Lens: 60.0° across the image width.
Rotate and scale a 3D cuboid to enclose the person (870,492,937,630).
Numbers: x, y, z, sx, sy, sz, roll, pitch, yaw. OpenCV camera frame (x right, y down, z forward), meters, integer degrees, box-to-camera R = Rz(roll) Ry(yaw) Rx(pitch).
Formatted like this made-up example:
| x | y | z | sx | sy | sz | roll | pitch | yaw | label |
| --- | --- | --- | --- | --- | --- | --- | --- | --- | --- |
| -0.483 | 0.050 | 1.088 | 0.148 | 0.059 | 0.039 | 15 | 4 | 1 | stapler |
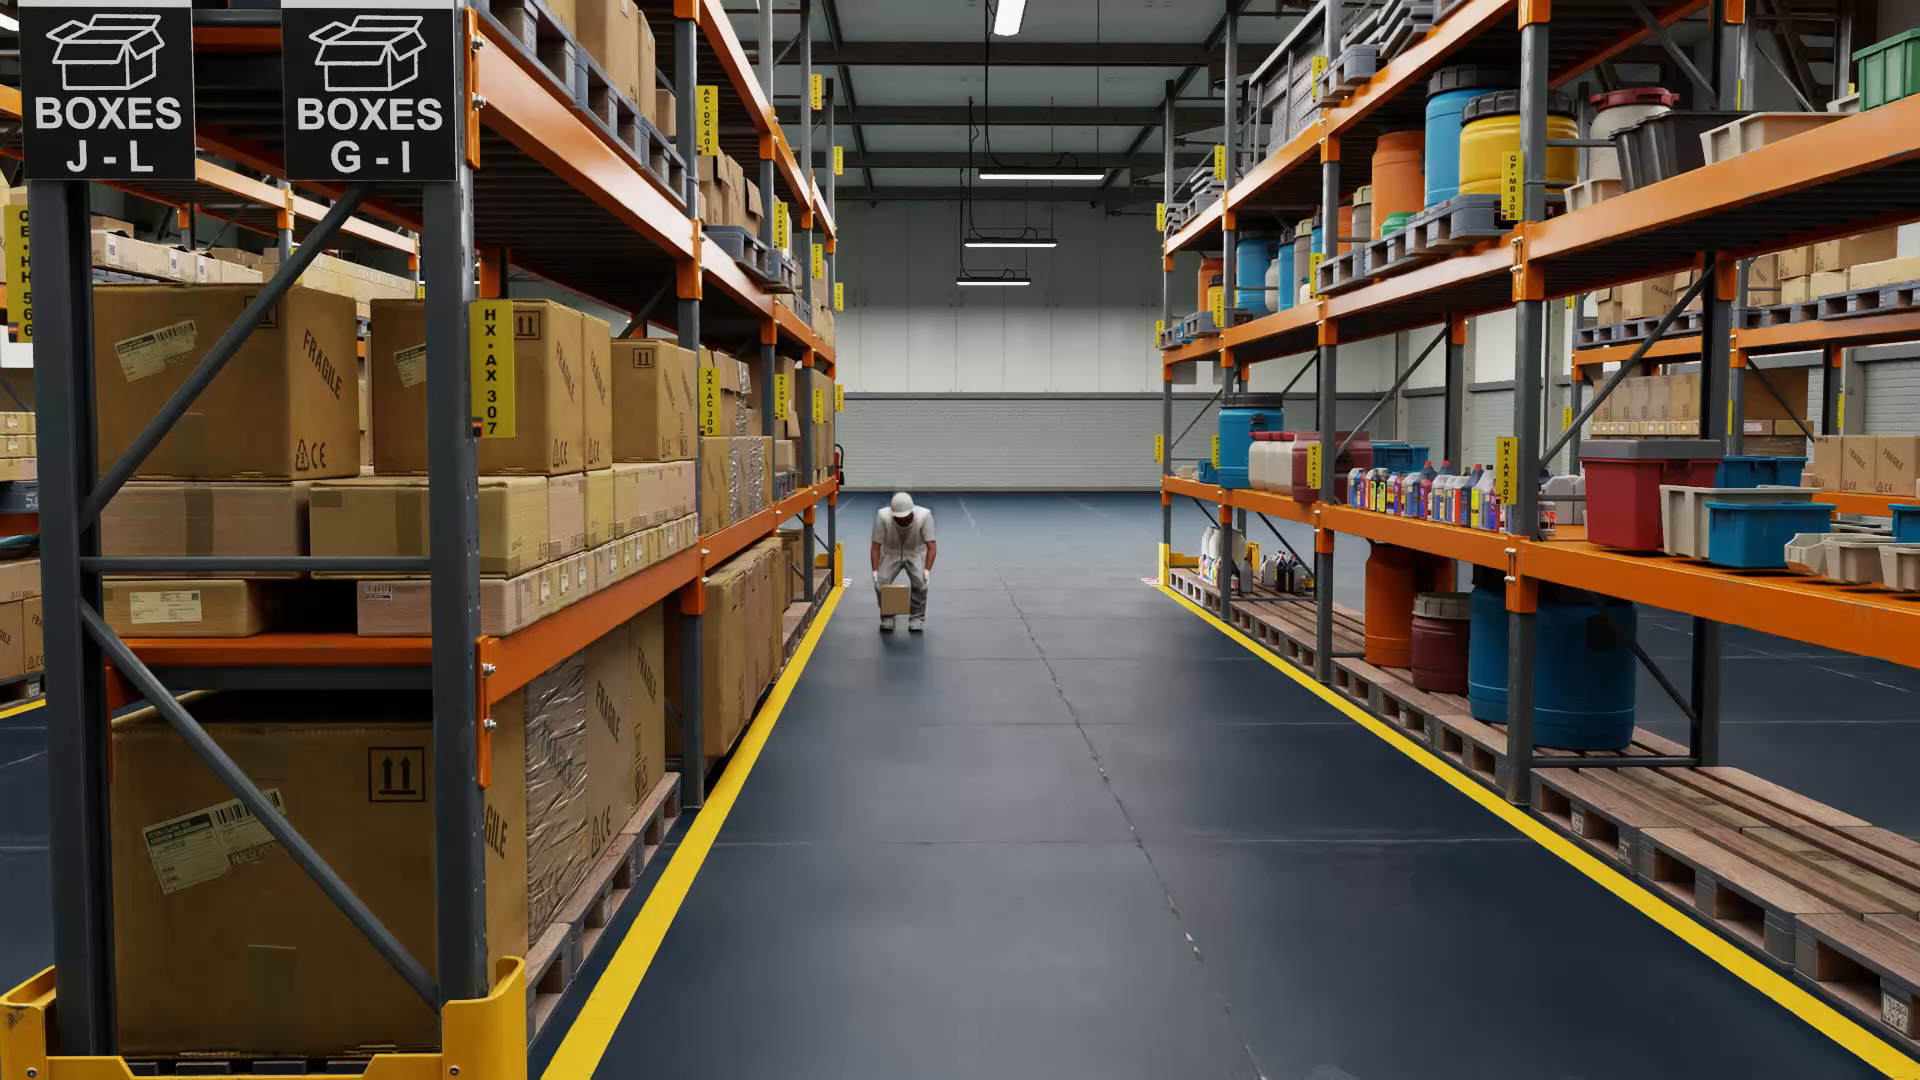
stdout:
| x | y | z | sx | sy | sz | roll | pitch | yaw | label |
| --- | --- | --- | --- | --- | --- | --- | --- | --- | --- |
| -0.501 | 0.192 | 15.369 | 0.610 | 1.293 | 0.823 | 0 | 4 | 6 | person |
